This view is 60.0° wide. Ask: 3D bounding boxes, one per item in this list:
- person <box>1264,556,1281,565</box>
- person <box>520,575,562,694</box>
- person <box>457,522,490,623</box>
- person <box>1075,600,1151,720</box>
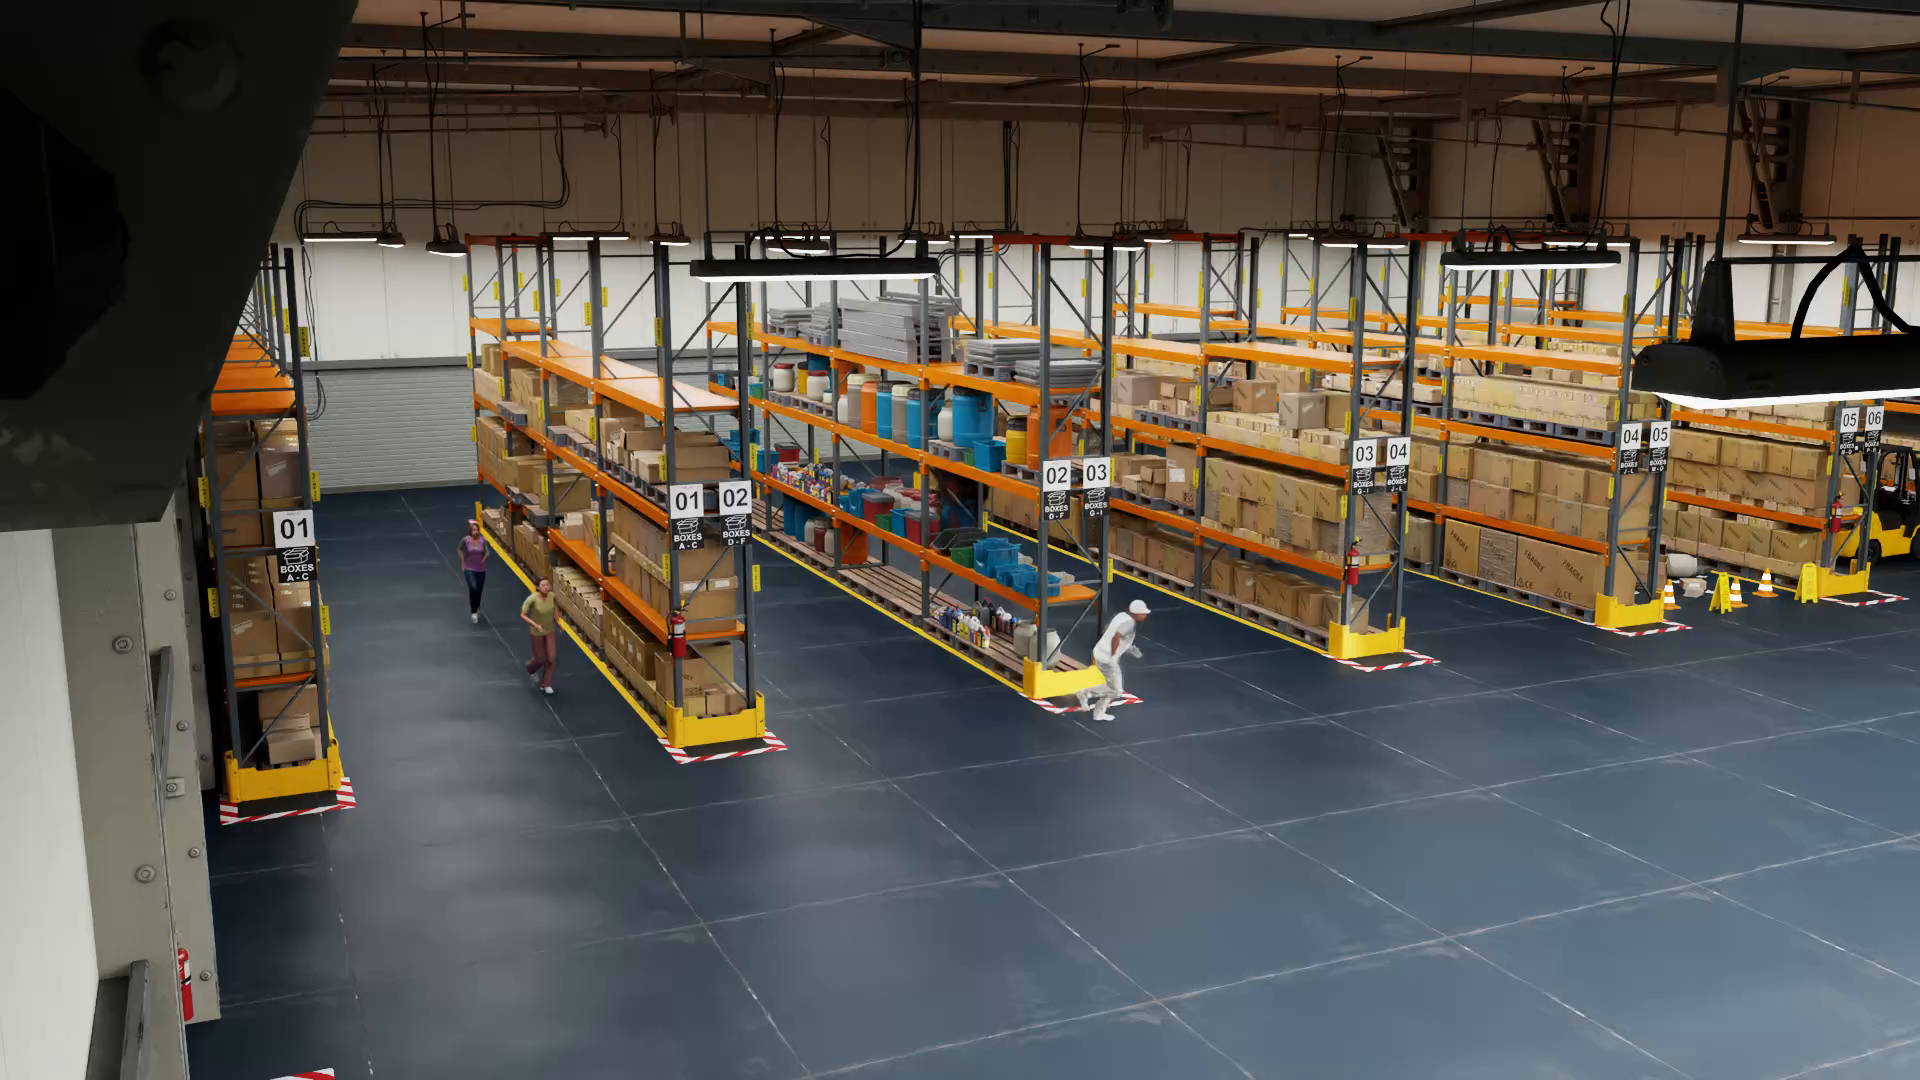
[{"bbox_3d":[5.937,-0.383,30.514,0.683,1.732,0.762,-4,12,-21],"label":"person"},{"bbox_3d":[-5.690,1.247,22.524,0.576,1.619,0.720,-8,13,-34],"label":"person"},{"bbox_3d":[-7.709,0.498,26.435,0.457,1.606,0.788,-6,13,-28],"label":"person"},{"bbox_3d":[1.937,1.543,21.083,0.940,1.581,0.703,0,11,-2],"label":"person"}]
